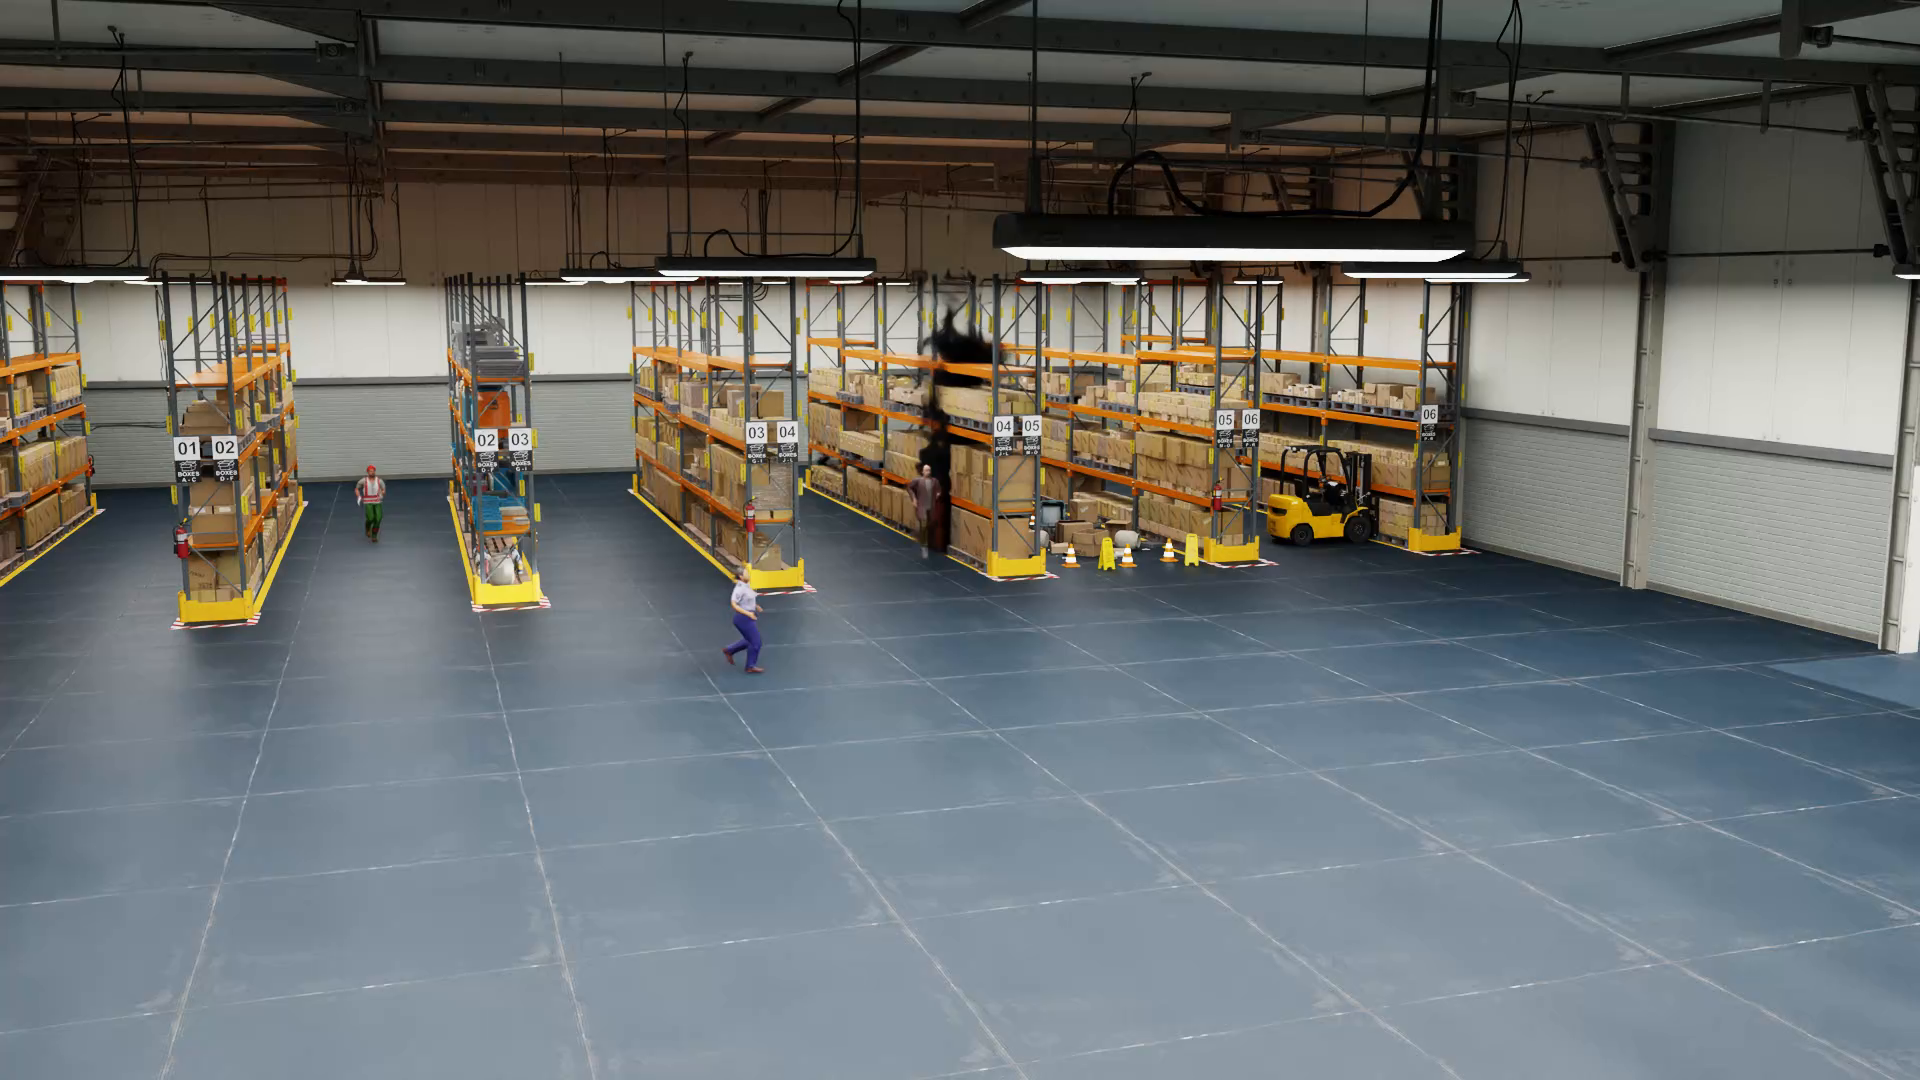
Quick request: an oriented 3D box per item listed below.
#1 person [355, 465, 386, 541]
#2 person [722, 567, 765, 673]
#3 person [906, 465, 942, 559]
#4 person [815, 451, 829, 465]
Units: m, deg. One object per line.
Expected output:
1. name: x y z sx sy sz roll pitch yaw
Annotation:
1. person: -13.315 -0.824 37.720 0.652 1.740 0.581 -5 10 -32
2. person: -3.255 1.199 24.907 0.645 1.586 0.597 0 9 2
3. person: -0.698 -0.600 34.416 0.684 1.907 0.826 -4 9 -24
4. person: -4.101 -2.522 49.848 0.488 1.513 0.643 0 9 1
